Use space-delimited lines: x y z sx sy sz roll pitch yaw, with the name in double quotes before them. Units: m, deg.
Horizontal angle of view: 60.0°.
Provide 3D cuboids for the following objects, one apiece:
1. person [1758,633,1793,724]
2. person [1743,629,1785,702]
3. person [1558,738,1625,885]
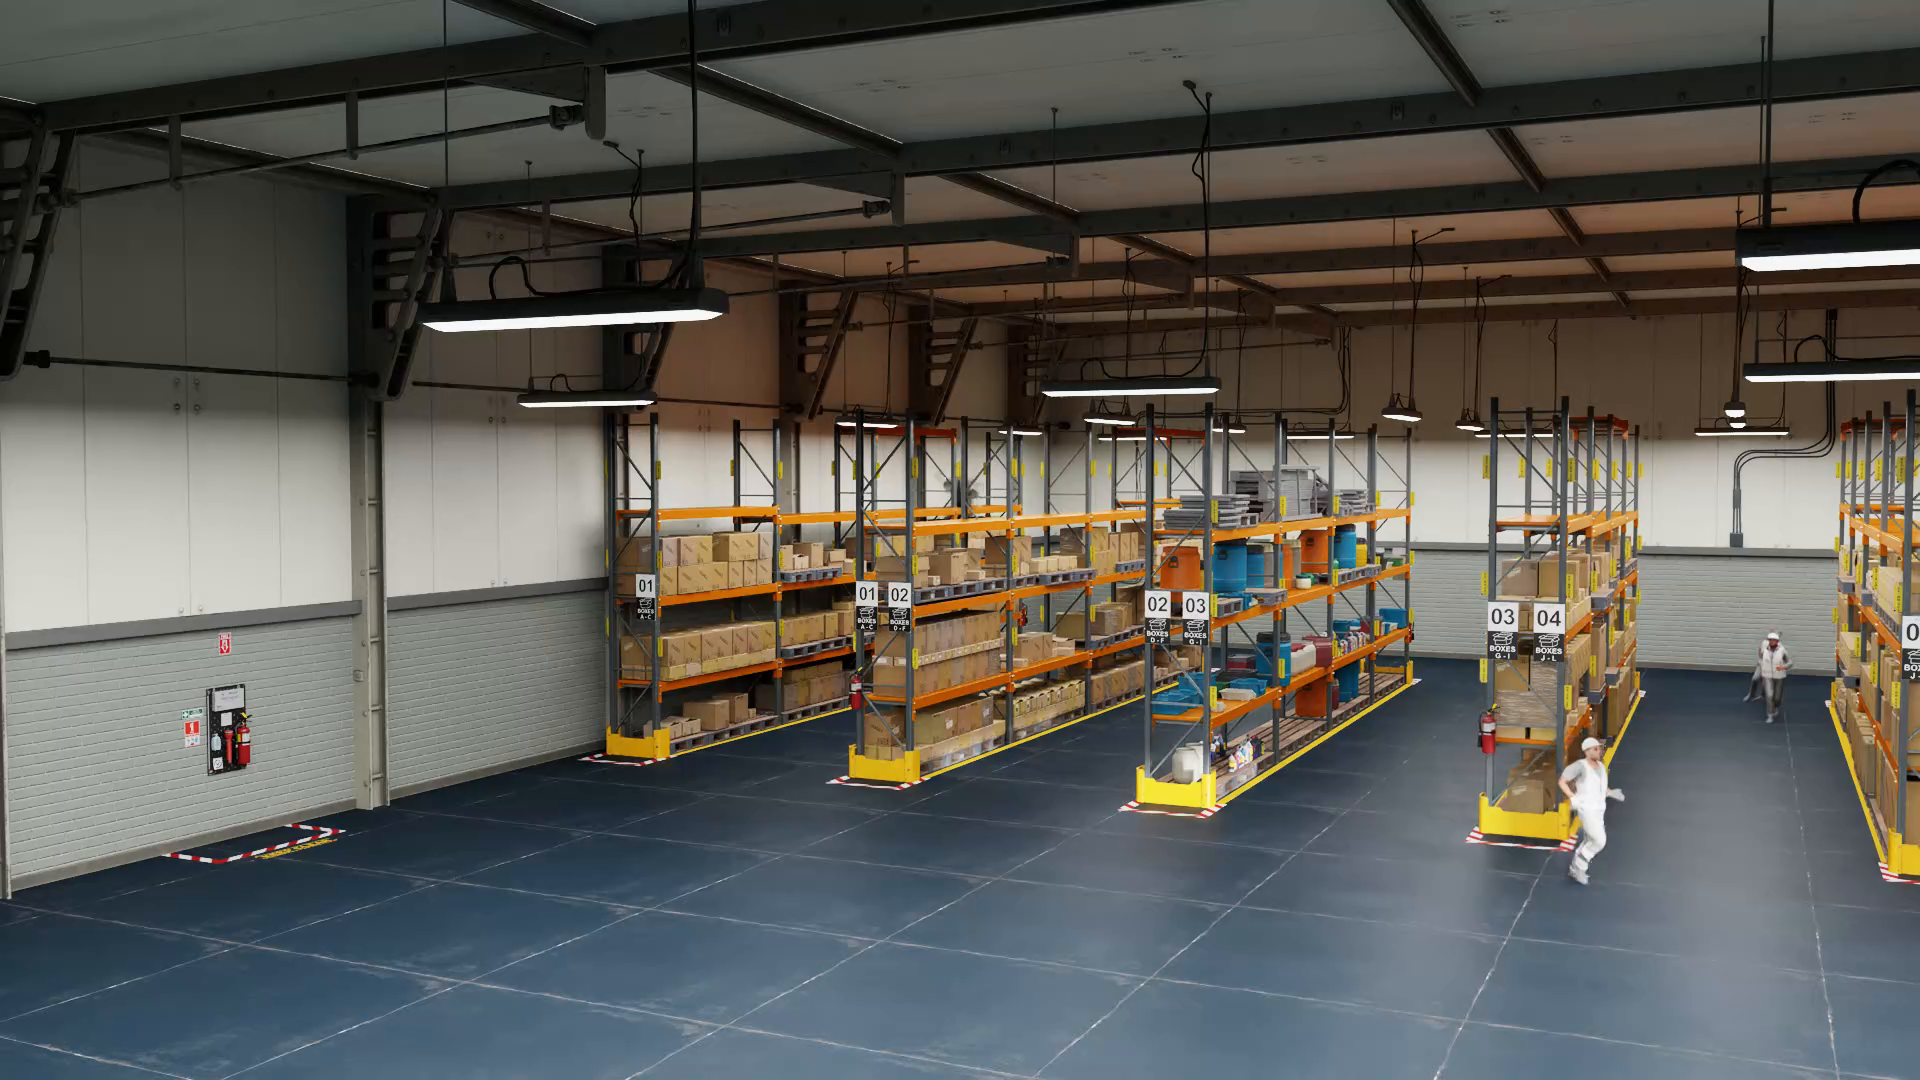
"person" 16.190 2.736 33.046 0.653 1.780 0.850 2 3 33
"person" 17.310 2.692 35.718 0.767 1.604 0.675 2 3 44
"person" 7.621 3.269 20.027 0.633 1.767 0.663 -2 3 -32
